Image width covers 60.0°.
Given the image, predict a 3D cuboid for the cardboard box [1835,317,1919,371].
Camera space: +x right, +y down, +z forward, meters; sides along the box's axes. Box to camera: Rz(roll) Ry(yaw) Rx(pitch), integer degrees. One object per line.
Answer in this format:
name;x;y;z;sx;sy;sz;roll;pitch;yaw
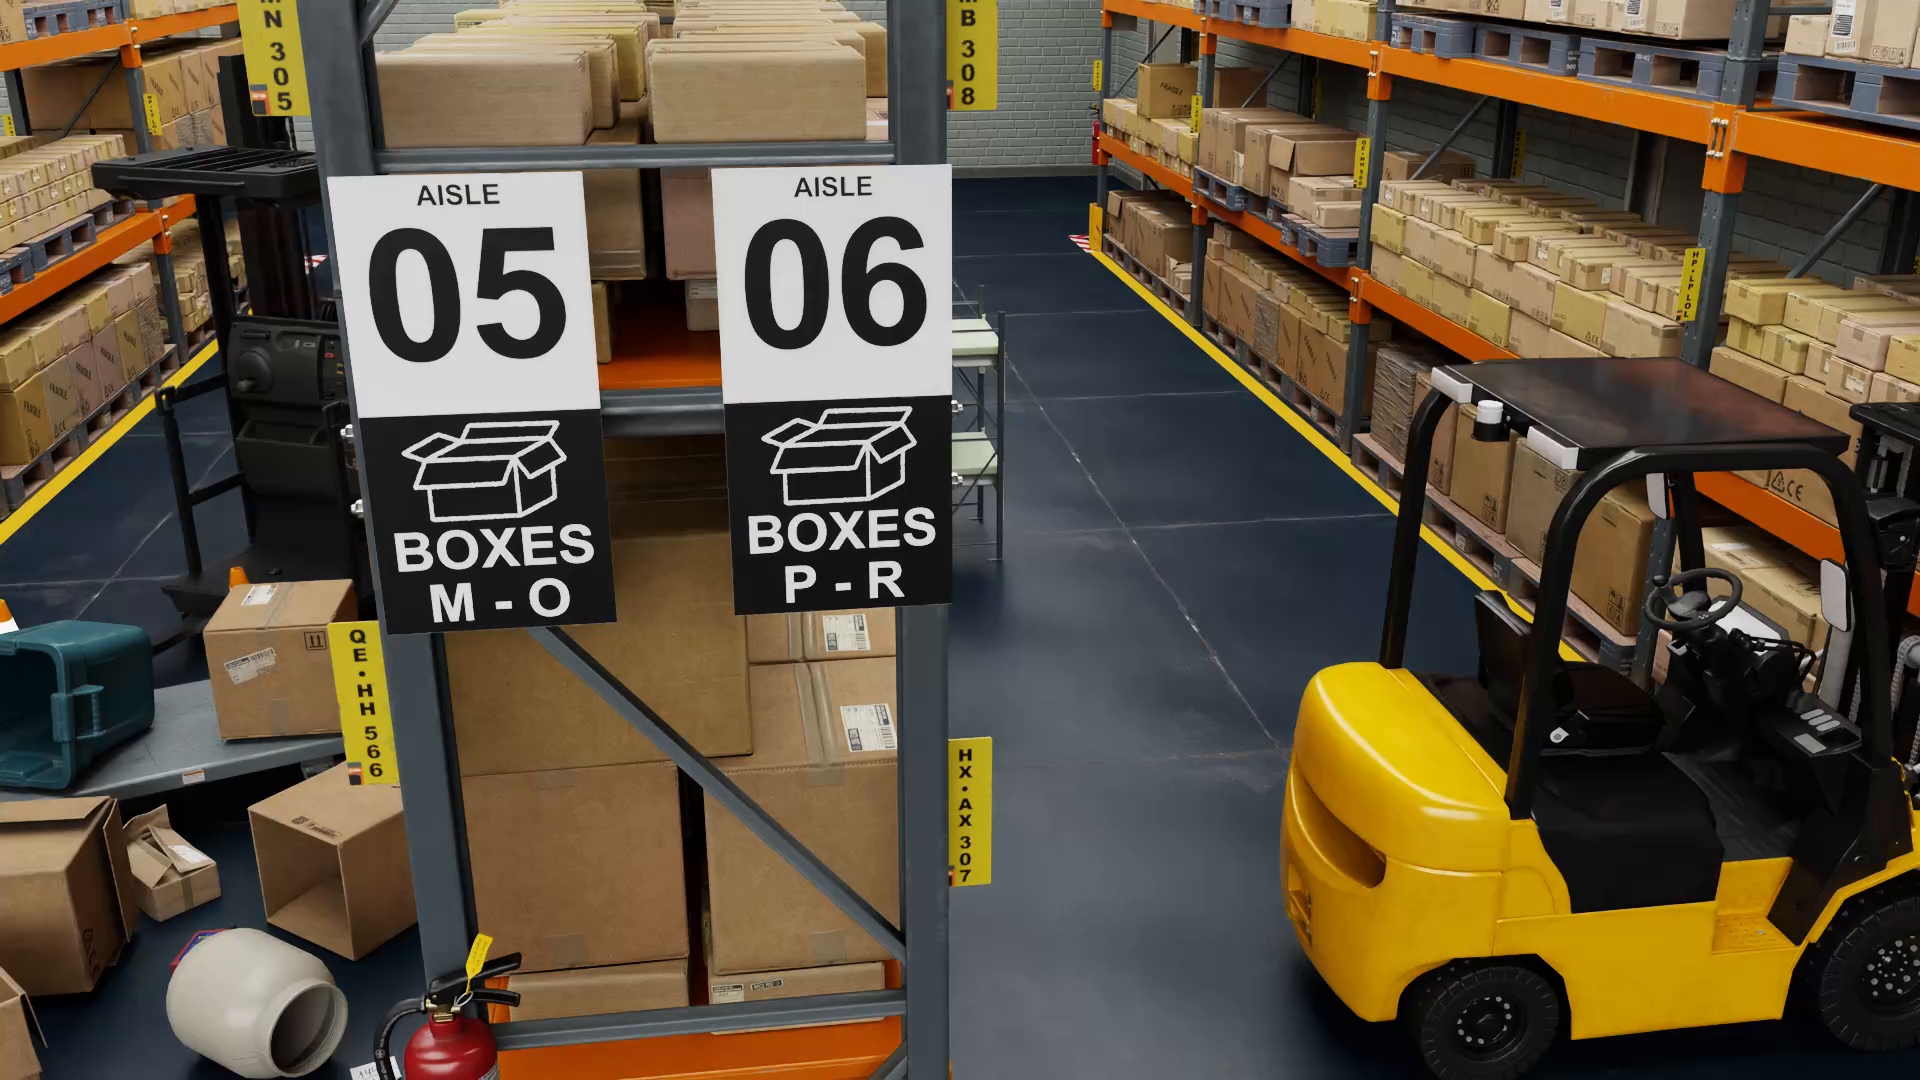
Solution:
cardboard box;3.671;-0.765;6.482;0.380;0.149;0.250;-2;21;-7

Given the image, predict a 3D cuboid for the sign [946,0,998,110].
sign;0.012;-0.874;2.732;0.100;0.325;0.005;-3;21;-8

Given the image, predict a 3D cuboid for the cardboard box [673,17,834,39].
cardboard box;-0.494;-1.174;4.004;0.380;0.149;0.250;-3;21;-8

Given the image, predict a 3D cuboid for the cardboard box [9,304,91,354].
cardboard box;-6.553;-1.492;11.826;0.500;0.250;0.500;-3;21;-7

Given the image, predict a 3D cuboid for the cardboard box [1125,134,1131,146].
cardboard box;1.987;-4.312;17.834;0.380;0.149;0.250;-2;21;-6

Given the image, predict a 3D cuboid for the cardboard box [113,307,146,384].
cardboard box;-6.709;-1.506;12.935;0.500;0.500;0.500;-3;21;-9

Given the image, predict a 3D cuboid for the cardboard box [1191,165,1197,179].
cardboard box;2.361;-3.418;15.440;0.380;0.149;0.250;-3;21;-7

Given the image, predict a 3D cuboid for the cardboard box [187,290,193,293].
cardboard box;-6.999;-2.127;14.673;0.380;0.149;0.250;-3;21;-7

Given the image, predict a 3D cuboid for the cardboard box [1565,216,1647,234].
cardboard box;3.721;-1.771;9.601;0.380;0.149;0.250;-2;21;-6

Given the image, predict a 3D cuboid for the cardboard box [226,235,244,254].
cardboard box;-7.177;-2.900;16.318;0.380;0.149;0.250;-2;21;-6

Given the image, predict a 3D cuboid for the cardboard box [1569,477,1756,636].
cardboard box;3.724;0.067;8.542;0.875;0.625;0.625;-2;21;-5

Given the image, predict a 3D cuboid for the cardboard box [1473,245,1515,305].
cardboard box;3.283;-1.520;9.499;0.500;0.250;0.500;-3;21;-7

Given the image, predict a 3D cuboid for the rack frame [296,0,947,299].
rack frame;-0.525;-1.842;2.287;1.000;3.000;0.127;-3;21;-8

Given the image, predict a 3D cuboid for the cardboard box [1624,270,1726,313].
cardboard box;3.486;-1.215;8.111;0.380;0.149;0.250;-3;21;-9

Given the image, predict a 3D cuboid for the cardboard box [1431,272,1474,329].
cardboard box;3.204;-1.465;10.065;0.500;0.250;0.500;-4;21;-10

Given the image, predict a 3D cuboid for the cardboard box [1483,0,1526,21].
cardboard box;3.243;-3.133;9.145;0.500;0.500;0.500;-2;21;-6

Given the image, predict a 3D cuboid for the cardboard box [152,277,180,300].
cardboard box;-6.983;-2.171;14.367;0.380;0.149;0.250;-2;21;-6

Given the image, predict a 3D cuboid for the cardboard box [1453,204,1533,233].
cardboard box;3.206;-1.923;10.009;0.380;0.149;0.250;-3;21;-7

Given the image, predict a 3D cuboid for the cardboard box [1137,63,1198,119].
cardboard box;2.096;-4.553;16.838;0.500;0.500;0.500;-2;21;-6

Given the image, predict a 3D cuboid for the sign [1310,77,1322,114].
sign;3.205;-4.010;15.010;0.100;0.325;0.005;-3;21;-8

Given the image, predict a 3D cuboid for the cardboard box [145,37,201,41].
cardboard box;-7.913;-4.773;16.710;0.500;0.500;0.500;-3;21;-8

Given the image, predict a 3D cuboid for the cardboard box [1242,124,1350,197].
cardboard box;2.693;-3.052;13.357;0.700;0.500;0.500;-3;21;-8

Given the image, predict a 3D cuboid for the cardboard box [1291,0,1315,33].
cardboard box;2.774;-3.901;12.300;0.500;0.250;0.500;-3;21;-8

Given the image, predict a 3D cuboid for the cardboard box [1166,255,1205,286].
cardboard box;2.234;-2.656;16.347;0.396;0.266;0.258;-2;21;-6

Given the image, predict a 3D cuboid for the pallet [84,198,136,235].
pallet;-7.172;-2.540;13.004;1.003;0.211;1.213;-3;21;-8

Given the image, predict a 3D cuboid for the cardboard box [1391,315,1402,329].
cardboard box;3.455;-1.672;12.452;0.380;0.149;0.250;-2;21;-6

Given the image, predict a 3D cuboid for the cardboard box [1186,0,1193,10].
cardboard box;2.280;-4.920;15.174;0.380;0.149;0.250;-3;21;-8

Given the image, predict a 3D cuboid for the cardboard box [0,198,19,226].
cardboard box;-6.552;-2.186;11.116;0.380;0.149;0.250;-3;21;-8

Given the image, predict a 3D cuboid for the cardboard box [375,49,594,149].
cardboard box;-0.866;-0.795;2.990;0.380;0.149;0.250;-3;21;-7

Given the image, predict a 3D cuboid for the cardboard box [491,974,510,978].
cardboard box;-0.937;0.885;3.918;0.380;0.149;0.250;-3;21;-8

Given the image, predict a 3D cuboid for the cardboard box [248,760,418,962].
cardboard box;-2.293;1.193;6.304;0.500;0.500;0.500;12;24;29

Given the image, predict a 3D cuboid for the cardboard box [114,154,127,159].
cardboard box;-6.886;-2.992;13.275;0.380;0.149;0.250;-2;21;-6

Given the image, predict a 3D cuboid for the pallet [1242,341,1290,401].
pallet;2.991;-1.429;13.740;1.003;0.211;1.213;-3;21;-8

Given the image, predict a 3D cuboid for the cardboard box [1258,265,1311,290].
cardboard box;2.695;-2.181;13.814;0.380;0.149;0.250;-2;21;-6

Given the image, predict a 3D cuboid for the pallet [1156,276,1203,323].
pallet;2.559;-2.370;16.259;1.003;0.211;1.213;-3;21;-8

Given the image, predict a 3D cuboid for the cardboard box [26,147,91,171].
cardboard box;-6.774;-2.857;12.487;0.380;0.149;0.250;-3;21;-8

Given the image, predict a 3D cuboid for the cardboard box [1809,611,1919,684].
cardboard box;3.716;0.487;6.525;0.500;0.250;0.500;-2;21;-6

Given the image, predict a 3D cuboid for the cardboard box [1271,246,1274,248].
cardboard box;2.995;-2.655;15.083;0.380;0.149;0.250;-4;21;-10

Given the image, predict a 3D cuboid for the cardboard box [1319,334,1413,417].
cardboard box;2.960;-1.215;12.153;0.500;0.500;0.500;-2;21;-6

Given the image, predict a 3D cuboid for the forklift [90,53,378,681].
forklift;-3.455;-0.898;8.430;1.130;2.935;3.031;6;21;16

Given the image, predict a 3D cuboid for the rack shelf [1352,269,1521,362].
rack shelf;3.522;-1.024;9.698;1.077;0.370;4.000;-3;21;-8

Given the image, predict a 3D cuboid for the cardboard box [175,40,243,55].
cardboard box;-7.330;-4.620;16.302;0.500;0.500;0.500;-4;21;-10

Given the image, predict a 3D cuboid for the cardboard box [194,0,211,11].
cardboard box;-7.152;-4.946;15.098;0.500;0.250;0.500;-2;21;-5

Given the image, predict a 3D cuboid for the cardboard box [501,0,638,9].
cardboard box;-1.137;-1.504;4.888;0.380;0.149;0.250;-3;21;-9

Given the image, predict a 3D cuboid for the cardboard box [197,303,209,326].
cardboard box;-6.911;-1.997;14.751;0.380;0.149;0.250;-2;21;-6

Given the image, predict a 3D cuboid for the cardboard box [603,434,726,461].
cardboard box;-0.880;-0.028;4.006;0.700;0.500;0.500;-3;21;-7

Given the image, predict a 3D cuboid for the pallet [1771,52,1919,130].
pallet;3.959;-1.738;6.422;1.003;0.211;1.213;-3;21;-8

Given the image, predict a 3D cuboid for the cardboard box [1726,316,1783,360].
cardboard box;3.596;-0.895;7.256;0.380;0.149;0.250;-3;21;-9

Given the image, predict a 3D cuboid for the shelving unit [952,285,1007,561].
shelving unit;0.001;-0.700;9.948;0.431;1.500;0.755;-3;21;-8

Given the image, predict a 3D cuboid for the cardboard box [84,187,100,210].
cardboard box;-6.777;-2.590;12.623;0.380;0.149;0.250;-4;21;-11

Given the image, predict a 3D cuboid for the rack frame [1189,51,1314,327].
rack frame;2.657;-3.438;15.134;1.000;3.000;0.127;-3;21;-8

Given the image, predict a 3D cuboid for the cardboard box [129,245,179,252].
cardboard box;-7.635;-2.691;15.759;0.380;0.149;0.250;-3;21;-8

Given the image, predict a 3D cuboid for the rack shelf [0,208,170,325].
rack shelf;-6.850;-1.872;11.970;1.077;0.370;4.000;-3;21;-8

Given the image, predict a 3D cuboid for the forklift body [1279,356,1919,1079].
forklift body;2.308;0.550;5.670;2.313;2.155;1.214;-3;21;-8
